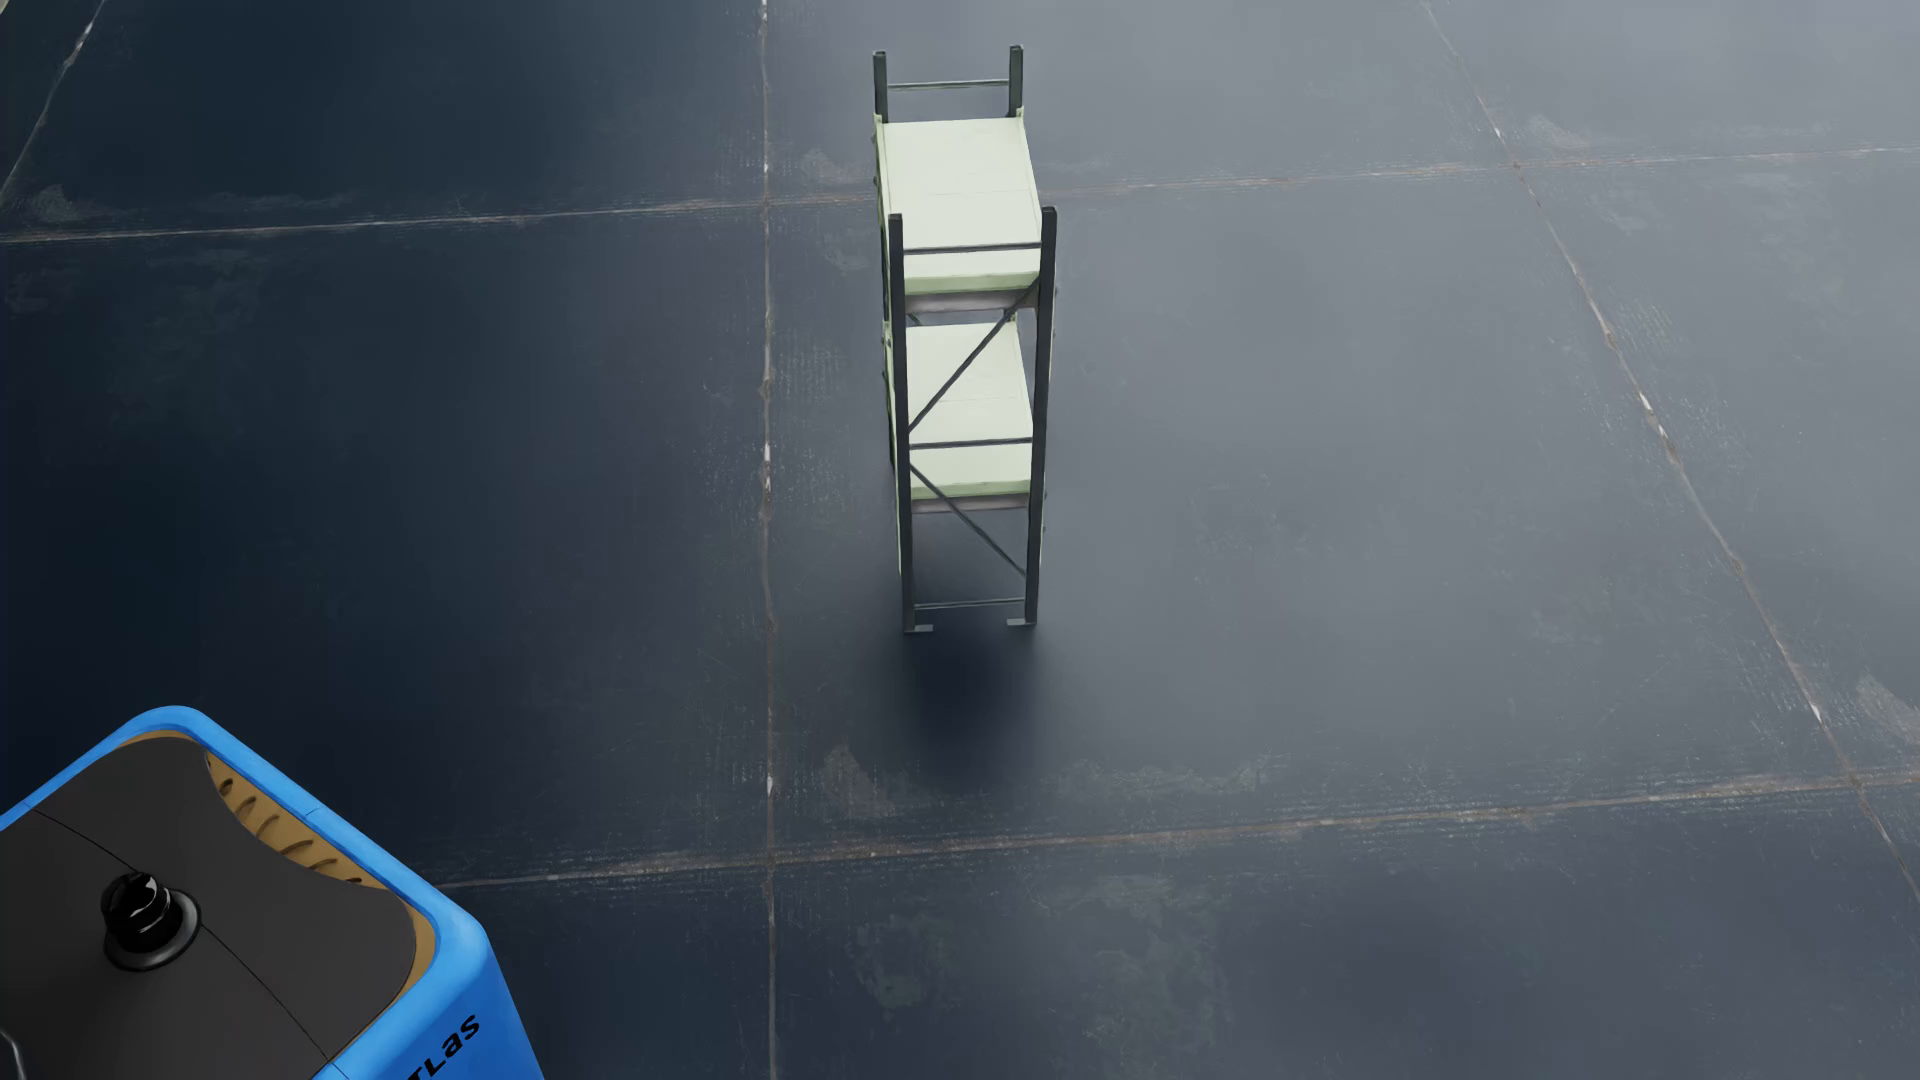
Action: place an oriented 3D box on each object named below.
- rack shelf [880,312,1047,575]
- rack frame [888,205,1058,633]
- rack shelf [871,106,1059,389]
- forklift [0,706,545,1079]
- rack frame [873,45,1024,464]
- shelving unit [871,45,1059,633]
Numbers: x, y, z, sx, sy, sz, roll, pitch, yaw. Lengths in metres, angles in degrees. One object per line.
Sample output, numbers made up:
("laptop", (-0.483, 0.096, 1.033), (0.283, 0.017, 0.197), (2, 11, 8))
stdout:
("rack shelf", (-0.001, -0.296, 4.947), (0.431, 0.370, 0.720), (-3, 47, -3))
("rack frame", (0.030, -0.256, 4.459), (0.400, 1.500, 0.023), (-3, 47, -3))
("rack shelf", (-0.001, -0.789, 4.427), (0.431, 0.370, 0.720), (-3, 47, -3))
("forklift", (-2.139, 1.122, 2.168), (1.130, 2.935, 3.031), (28, 53, 24))
("rack frame", (-0.031, -0.785, 4.961), (0.400, 1.500, 0.023), (-3, 47, -3))
("shelving unit", (-0.001, -0.521, 4.710), (0.431, 1.500, 0.755), (-3, 47, -3))
